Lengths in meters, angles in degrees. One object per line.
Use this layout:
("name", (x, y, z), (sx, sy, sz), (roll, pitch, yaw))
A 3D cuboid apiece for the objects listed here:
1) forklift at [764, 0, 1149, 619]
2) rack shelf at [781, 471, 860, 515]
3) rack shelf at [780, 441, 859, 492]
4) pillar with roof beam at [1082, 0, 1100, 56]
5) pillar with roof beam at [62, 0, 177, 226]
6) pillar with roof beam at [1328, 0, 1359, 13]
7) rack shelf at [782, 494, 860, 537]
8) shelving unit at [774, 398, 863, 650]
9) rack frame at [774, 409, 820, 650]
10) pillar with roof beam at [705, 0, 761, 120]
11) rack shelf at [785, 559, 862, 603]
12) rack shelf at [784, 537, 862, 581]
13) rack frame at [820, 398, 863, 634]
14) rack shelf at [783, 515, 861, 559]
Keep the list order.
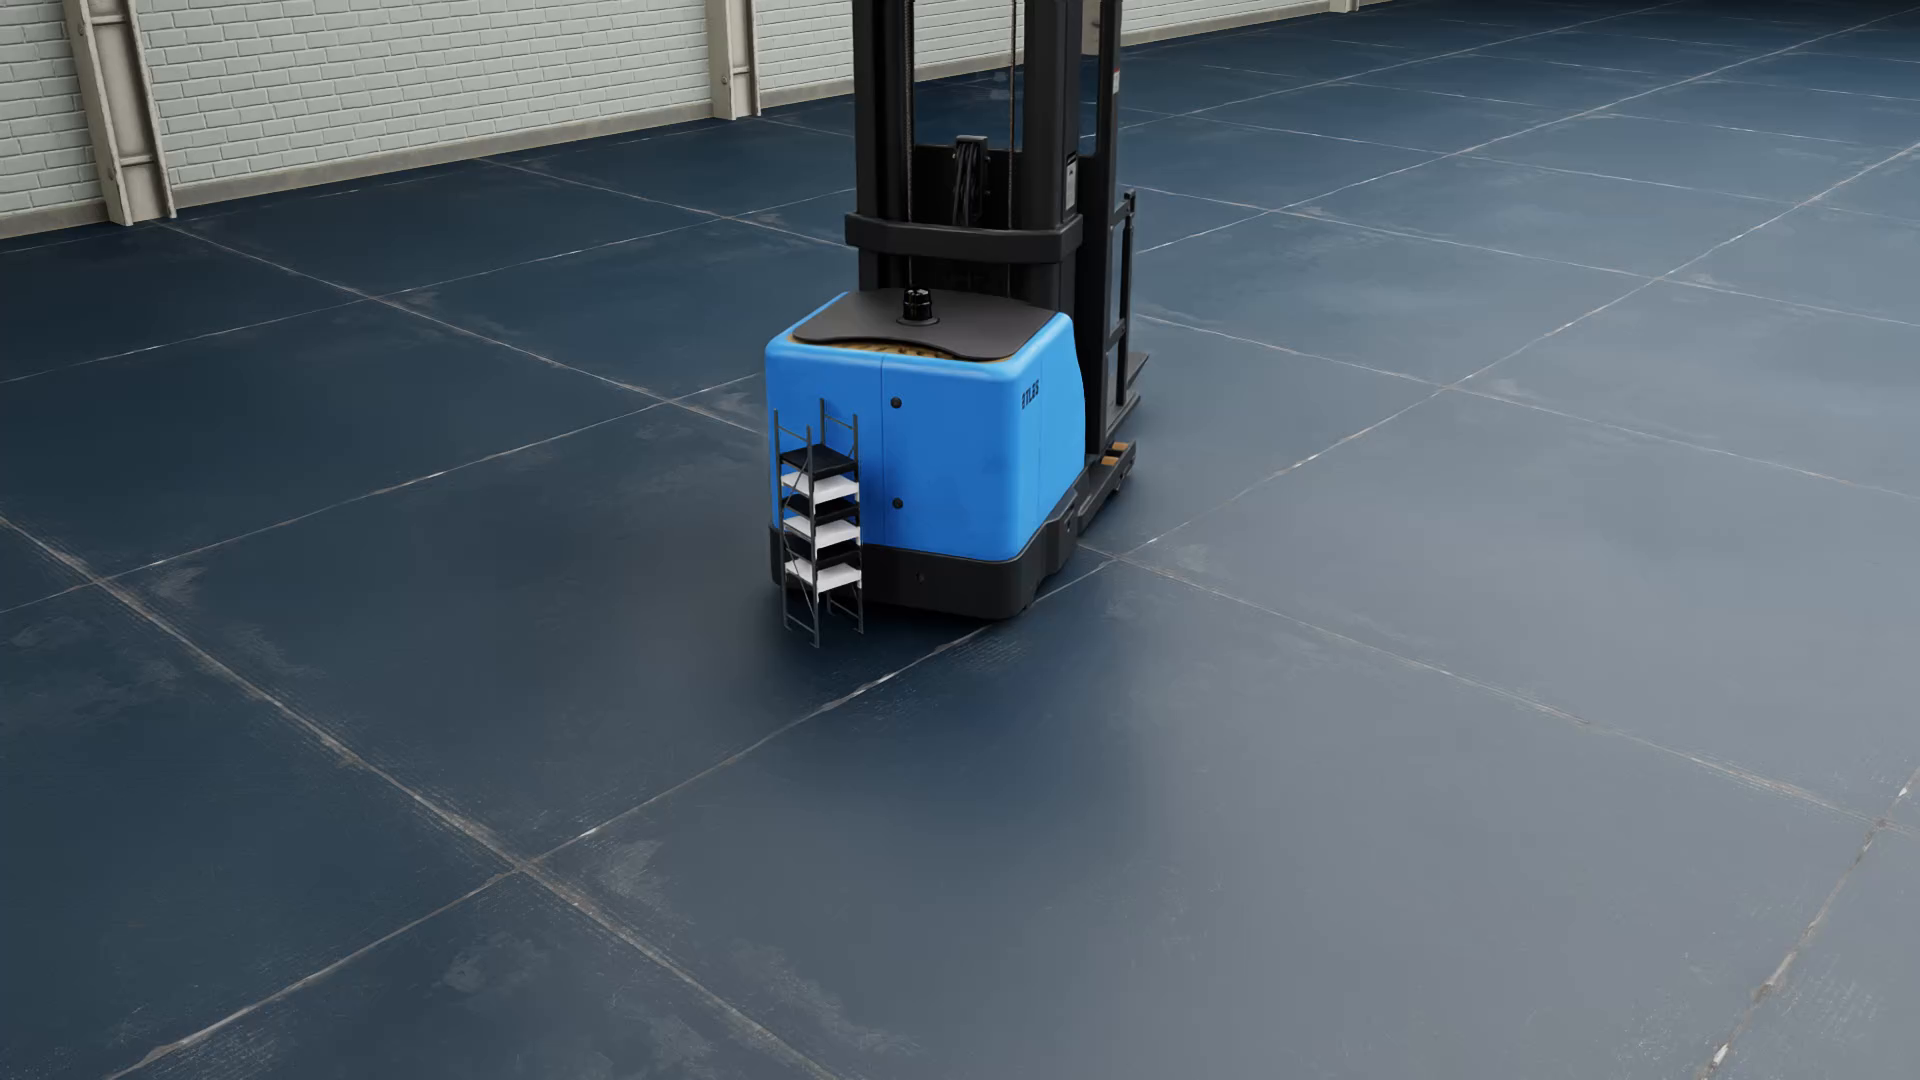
("forklift", (0.201, -1.610, 7.258), (1.130, 2.935, 3.031), (8, 25, 17))
("rack shelf", (-0.530, -0.192, 6.220), (0.200, 0.077, 0.258), (-18, 30, -34))
("rack shelf", (-0.530, -0.274, 6.184), (0.200, 0.077, 0.258), (-18, 30, -34))
("pillar with roof beam", (4.951, -9.052, 16.439), (9.100, 9.000, 0.400), (20, 31, 38))
("pillar with roof beam", (-3.058, -5.396, 8.285), (9.100, 9.000, 0.400), (20, 31, 38))
("pillar with roof beam", (8.955, -10.880, 20.517), (9.100, 9.000, 0.400), (20, 31, 38))
("rack shelf", (-0.530, -0.110, 6.257), (0.200, 0.077, 0.258), (-18, 30, -34))
("shelving unit", (-0.530, -0.059, 6.280), (0.210, 0.900, 0.258), (-18, 30, -34))
("rack frame", (-0.610, -0.033, 6.223), (0.006, 0.900, 0.240), (-18, 30, -34))
("pillar with roof beam", (0.946, -7.224, 12.362), (9.100, 9.000, 0.400), (20, 31, 38))
("rack shelf", (-0.531, 0.136, 6.368), (0.200, 0.077, 0.258), (-18, 30, -34))
("rack shelf", (-0.531, 0.054, 6.331), (0.200, 0.077, 0.258), (-18, 30, -34))
("rack frame", (-0.451, -0.084, 6.338), (0.006, 0.900, 0.240), (-18, 30, -34))
("rack shelf", (-0.531, -0.028, 6.294), (0.200, 0.077, 0.258), (-18, 30, -34))
